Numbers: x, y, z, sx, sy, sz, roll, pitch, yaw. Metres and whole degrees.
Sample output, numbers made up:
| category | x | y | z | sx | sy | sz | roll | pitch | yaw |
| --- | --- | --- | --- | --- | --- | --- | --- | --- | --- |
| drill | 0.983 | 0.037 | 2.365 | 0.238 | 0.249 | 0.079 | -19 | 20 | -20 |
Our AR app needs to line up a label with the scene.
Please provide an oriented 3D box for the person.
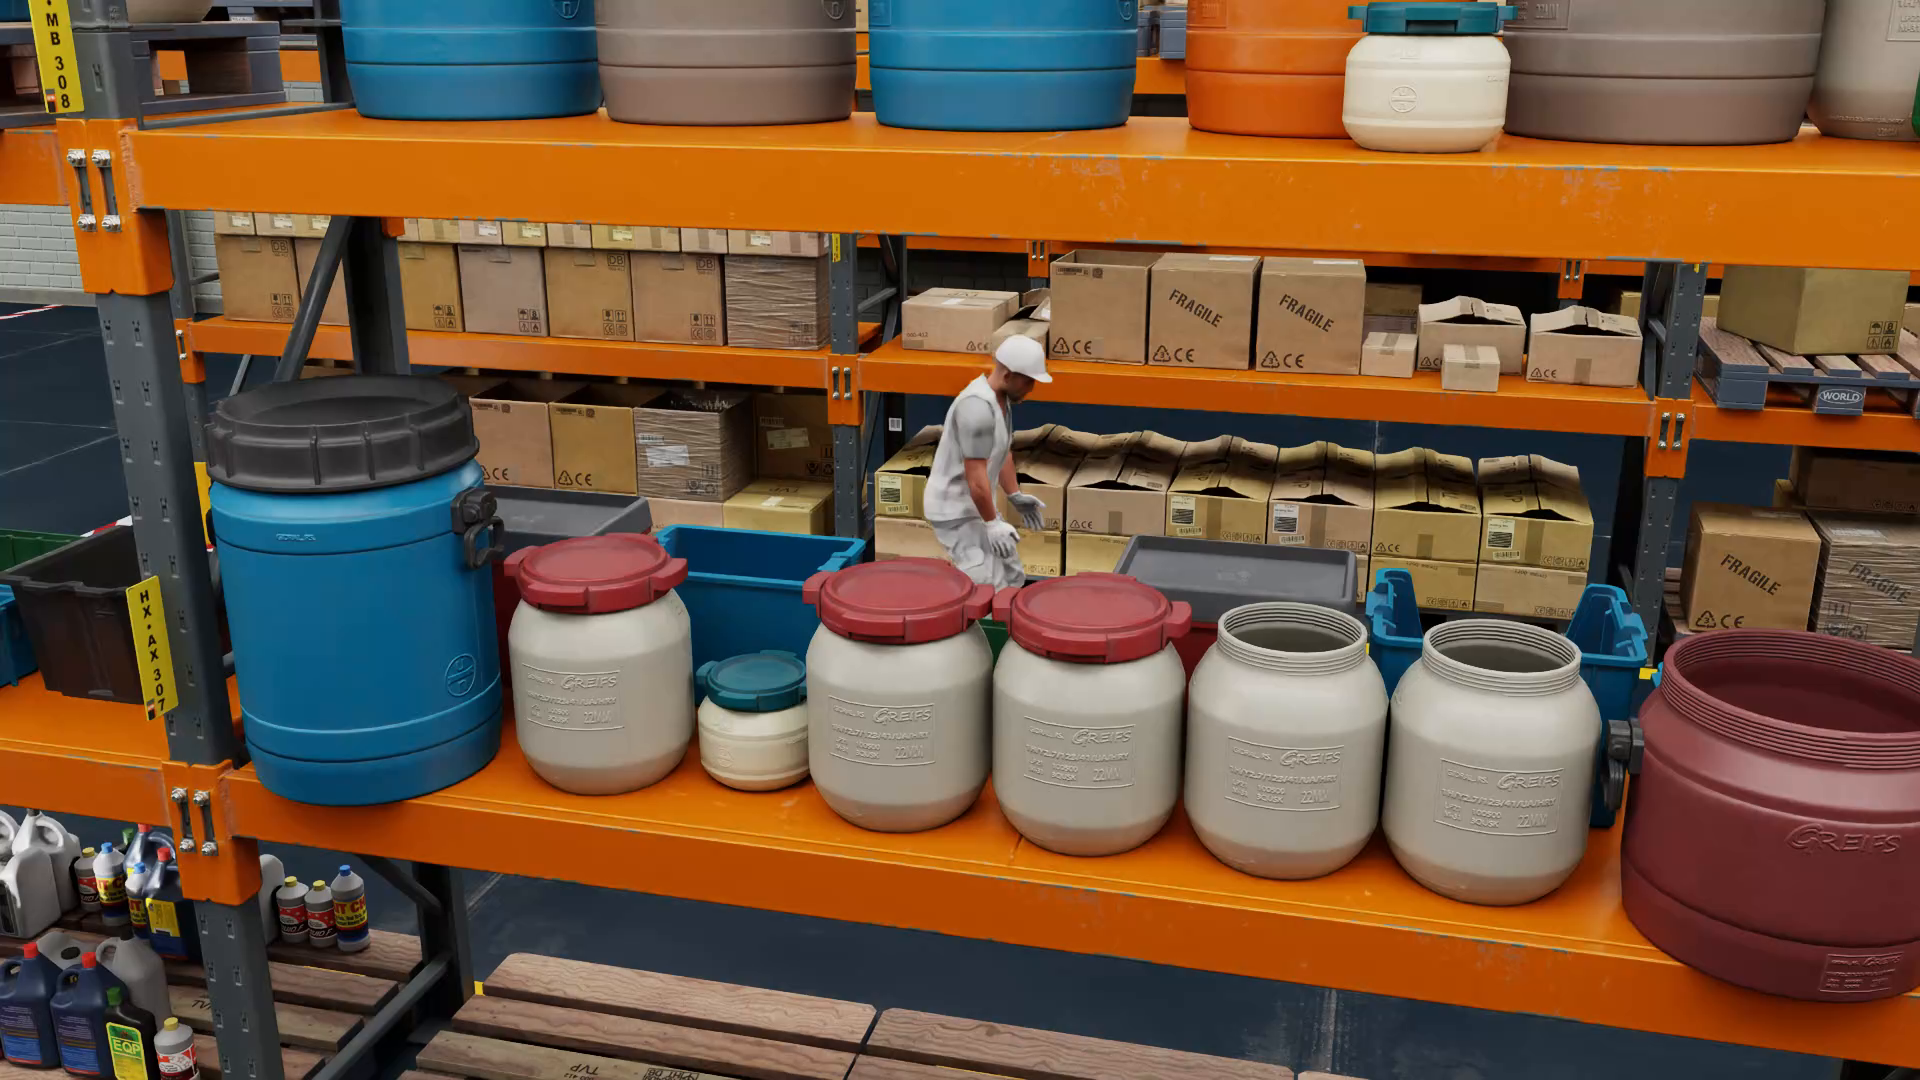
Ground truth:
| category | x | y | z | sx | sy | sz | roll | pitch | yaw |
| --- | --- | --- | --- | --- | --- | --- | --- | --- | --- |
| person | 0.140 | -0.095 | 7.573 | 0.602 | 1.627 | 0.568 | 5 | 19 | 14 |
